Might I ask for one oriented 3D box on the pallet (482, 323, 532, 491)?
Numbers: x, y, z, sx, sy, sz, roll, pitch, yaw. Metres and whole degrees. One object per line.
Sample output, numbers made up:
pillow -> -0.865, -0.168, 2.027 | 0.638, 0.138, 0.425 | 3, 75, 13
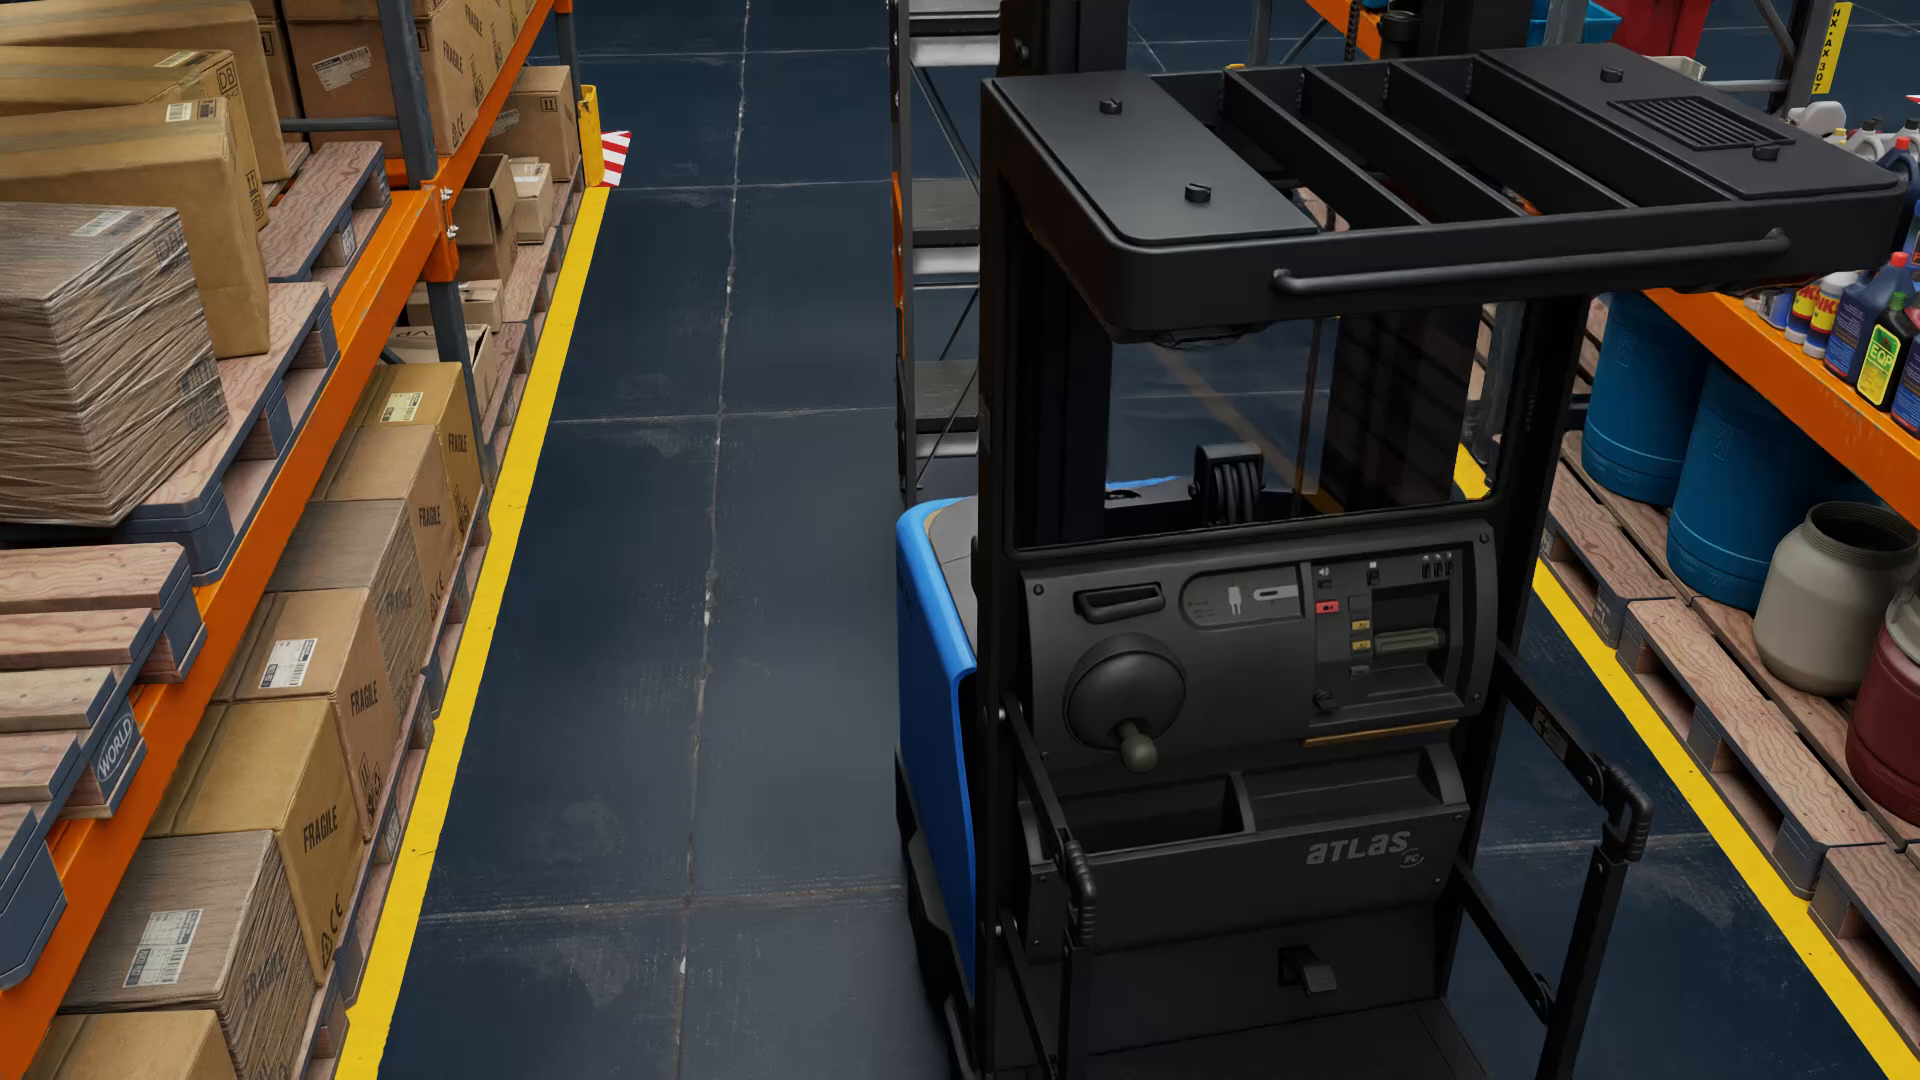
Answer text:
pallet -> -2.391, -0.559, 6.981 | 1.003, 0.211, 1.213 | -3, 31, -5

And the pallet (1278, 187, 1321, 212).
pallet -> 2.269, -2.063, 9.499 | 1.003, 0.211, 1.213 | -3, 31, -5

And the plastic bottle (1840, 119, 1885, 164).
plastic bottle -> 2.873, -1.160, 5.314 | 0.144, 0.351, 0.185 | -3, 31, -5

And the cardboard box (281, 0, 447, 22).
cardboard box -> -2.092, -2.132, 5.822 | 0.500, 0.500, 0.500 | -2, 31, -3

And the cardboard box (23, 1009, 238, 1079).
cardboard box -> -1.712, 1.274, 3.200 | 0.500, 0.500, 0.500 | -1, 31, -2

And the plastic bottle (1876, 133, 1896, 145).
plastic bottle -> 2.997, -1.216, 5.481 | 0.152, 0.276, 0.135 | -3, 31, -5

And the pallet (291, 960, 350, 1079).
pallet -> -1.986, 1.450, 3.616 | 1.003, 0.211, 1.213 | -3, 31, -5

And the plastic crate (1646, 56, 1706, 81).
plastic crate -> 2.703, -1.798, 6.534 | 0.396, 0.136, 0.243 | -3, 31, -5

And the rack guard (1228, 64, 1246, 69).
rack guard -> 2.216, -2.622, 10.152 | 1.175, 0.500, 0.348 | -3, 31, -5

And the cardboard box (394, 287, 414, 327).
cardboard box -> -2.733, -1.101, 7.361 | 0.500, 0.311, 0.500 | -3, 31, -5

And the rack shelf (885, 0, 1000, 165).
rack shelf -> -0.015, -1.575, 5.501 | 0.431, 0.518, 0.480 | -3, 31, -5

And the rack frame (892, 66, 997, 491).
rack frame -> -0.038, -1.111, 6.062 | 0.400, 2.100, 0.015 | -3, 31, -5

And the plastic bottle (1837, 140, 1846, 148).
plastic bottle -> 2.953, -1.241, 5.597 | 0.097, 0.201, 0.097 | 0, 31, 0

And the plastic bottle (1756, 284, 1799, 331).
plastic bottle -> 2.377, -0.742, 4.689 | 0.152, 0.276, 0.135 | -3, 31, -5

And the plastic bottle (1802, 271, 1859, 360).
plastic bottle -> 2.369, -0.630, 4.505 | 0.097, 0.271, 0.097 | 0, 31, 0

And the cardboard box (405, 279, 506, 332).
cardboard box -> -2.242, -1.044, 7.407 | 0.380, 0.166, 0.250 | -3, 31, -5

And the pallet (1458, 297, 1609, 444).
pallet -> 2.497, -0.818, 7.413 | 1.003, 0.211, 1.213 | -3, 31, -5

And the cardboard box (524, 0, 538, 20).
cardboard box -> -2.295, -2.756, 7.841 | 0.500, 0.500, 0.500 | -3, 31, -4

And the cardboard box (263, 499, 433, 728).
cardboard box -> -1.912, 0.225, 4.956 | 0.500, 0.500, 0.500 | -2, 31, -4

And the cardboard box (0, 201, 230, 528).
cardboard box -> -2.020, -0.379, 3.453 | 0.700, 0.500, 0.500 | 3, 31, 5

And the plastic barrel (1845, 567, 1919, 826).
plastic barrel -> 2.810, 0.430, 4.546 | 0.600, 0.588, 0.708 | -3, 31, -5

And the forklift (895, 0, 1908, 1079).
forklift -> 0.625, 0.253, 2.968 | 1.130, 2.935, 3.031 | -6, 31, -10

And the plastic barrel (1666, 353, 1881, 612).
plastic barrel -> 2.704, -0.281, 5.432 | 0.600, 0.901, 0.708 | -3, 31, -5

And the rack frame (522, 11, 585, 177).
rack frame -> -2.701, -3.448, 9.098 | 1.000, 3.000, 0.127 | -3, 31, -5

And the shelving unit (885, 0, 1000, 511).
shelving unit -> -0.015, -0.986, 5.853 | 0.431, 2.100, 0.503 | -3, 31, -5

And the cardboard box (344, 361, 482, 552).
cardboard box -> -1.996, -0.283, 5.808 | 0.500, 0.500, 0.500 | -3, 31, -5

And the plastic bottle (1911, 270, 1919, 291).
plastic bottle -> 2.522, -0.587, 4.434 | 0.097, 0.271, 0.097 | 0, 31, 0

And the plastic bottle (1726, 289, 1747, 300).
plastic bottle -> 2.355, -0.861, 4.887 | 0.152, 0.276, 0.135 | -3, 31, -5

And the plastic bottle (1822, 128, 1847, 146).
plastic bottle -> 3.001, -1.312, 5.716 | 0.097, 0.201, 0.097 | 0, 31, 0

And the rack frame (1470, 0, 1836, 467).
rack frame -> 2.604, -1.641, 6.073 | 1.000, 3.000, 0.127 | -3, 31, -5

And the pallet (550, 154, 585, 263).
pallet -> -2.619, -1.805, 9.066 | 1.003, 0.211, 1.213 | -3, 31, -5

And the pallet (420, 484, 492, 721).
pallet -> -2.214, 0.205, 5.702 | 1.003, 0.211, 1.213 | -3, 31, -5

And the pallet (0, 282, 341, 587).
pallet -> -2.140, -0.274, 3.971 | 1.003, 0.211, 1.213 | -3, 31, -5

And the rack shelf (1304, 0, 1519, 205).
rack shelf -> 2.418, -2.354, 7.967 | 1.077, 0.370, 4.000 | -3, 31, -5

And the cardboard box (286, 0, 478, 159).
cardboard box -> -2.104, -1.722, 6.110 | 0.500, 0.500, 0.500 | -2, 31, -3

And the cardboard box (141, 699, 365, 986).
cardboard box -> -1.808, 0.751, 4.076 | 0.500, 0.500, 0.500 | -3, 31, -5

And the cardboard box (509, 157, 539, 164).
cardboard box -> -2.457, -1.944, 8.913 | 0.380, 0.166, 0.250 | -3, 31, -5

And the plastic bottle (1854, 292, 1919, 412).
plastic bottle -> 2.379, -0.481, 4.244 | 0.061, 0.283, 0.133 | -3, 31, -5

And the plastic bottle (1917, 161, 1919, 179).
plastic bottle -> 3.033, -1.072, 5.168 | 0.144, 0.351, 0.185 | -3, 31, -5

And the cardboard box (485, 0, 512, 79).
cardboard box -> -2.199, -2.239, 6.976 | 0.500, 0.500, 0.500 | -3, 31, -5

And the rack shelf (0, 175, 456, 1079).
rack shelf -> -2.141, -0.076, 4.154 | 1.077, 0.370, 4.000 | -3, 31, -5

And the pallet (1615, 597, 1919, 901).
pallet -> 2.752, 0.576, 5.080 | 1.003, 0.211, 1.213 | -3, 31, -5

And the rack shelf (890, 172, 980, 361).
rack shelf -> -0.015, -0.974, 5.860 | 0.431, 0.518, 0.480 | -3, 31, -5

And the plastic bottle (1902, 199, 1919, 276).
plastic bottle -> 2.922, -0.941, 5.026 | 0.097, 0.271, 0.097 | 0, 31, 0

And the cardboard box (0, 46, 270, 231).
cardboard box -> -2.379, -1.029, 4.540 | 0.700, 0.500, 0.500 | 2, 31, 3
